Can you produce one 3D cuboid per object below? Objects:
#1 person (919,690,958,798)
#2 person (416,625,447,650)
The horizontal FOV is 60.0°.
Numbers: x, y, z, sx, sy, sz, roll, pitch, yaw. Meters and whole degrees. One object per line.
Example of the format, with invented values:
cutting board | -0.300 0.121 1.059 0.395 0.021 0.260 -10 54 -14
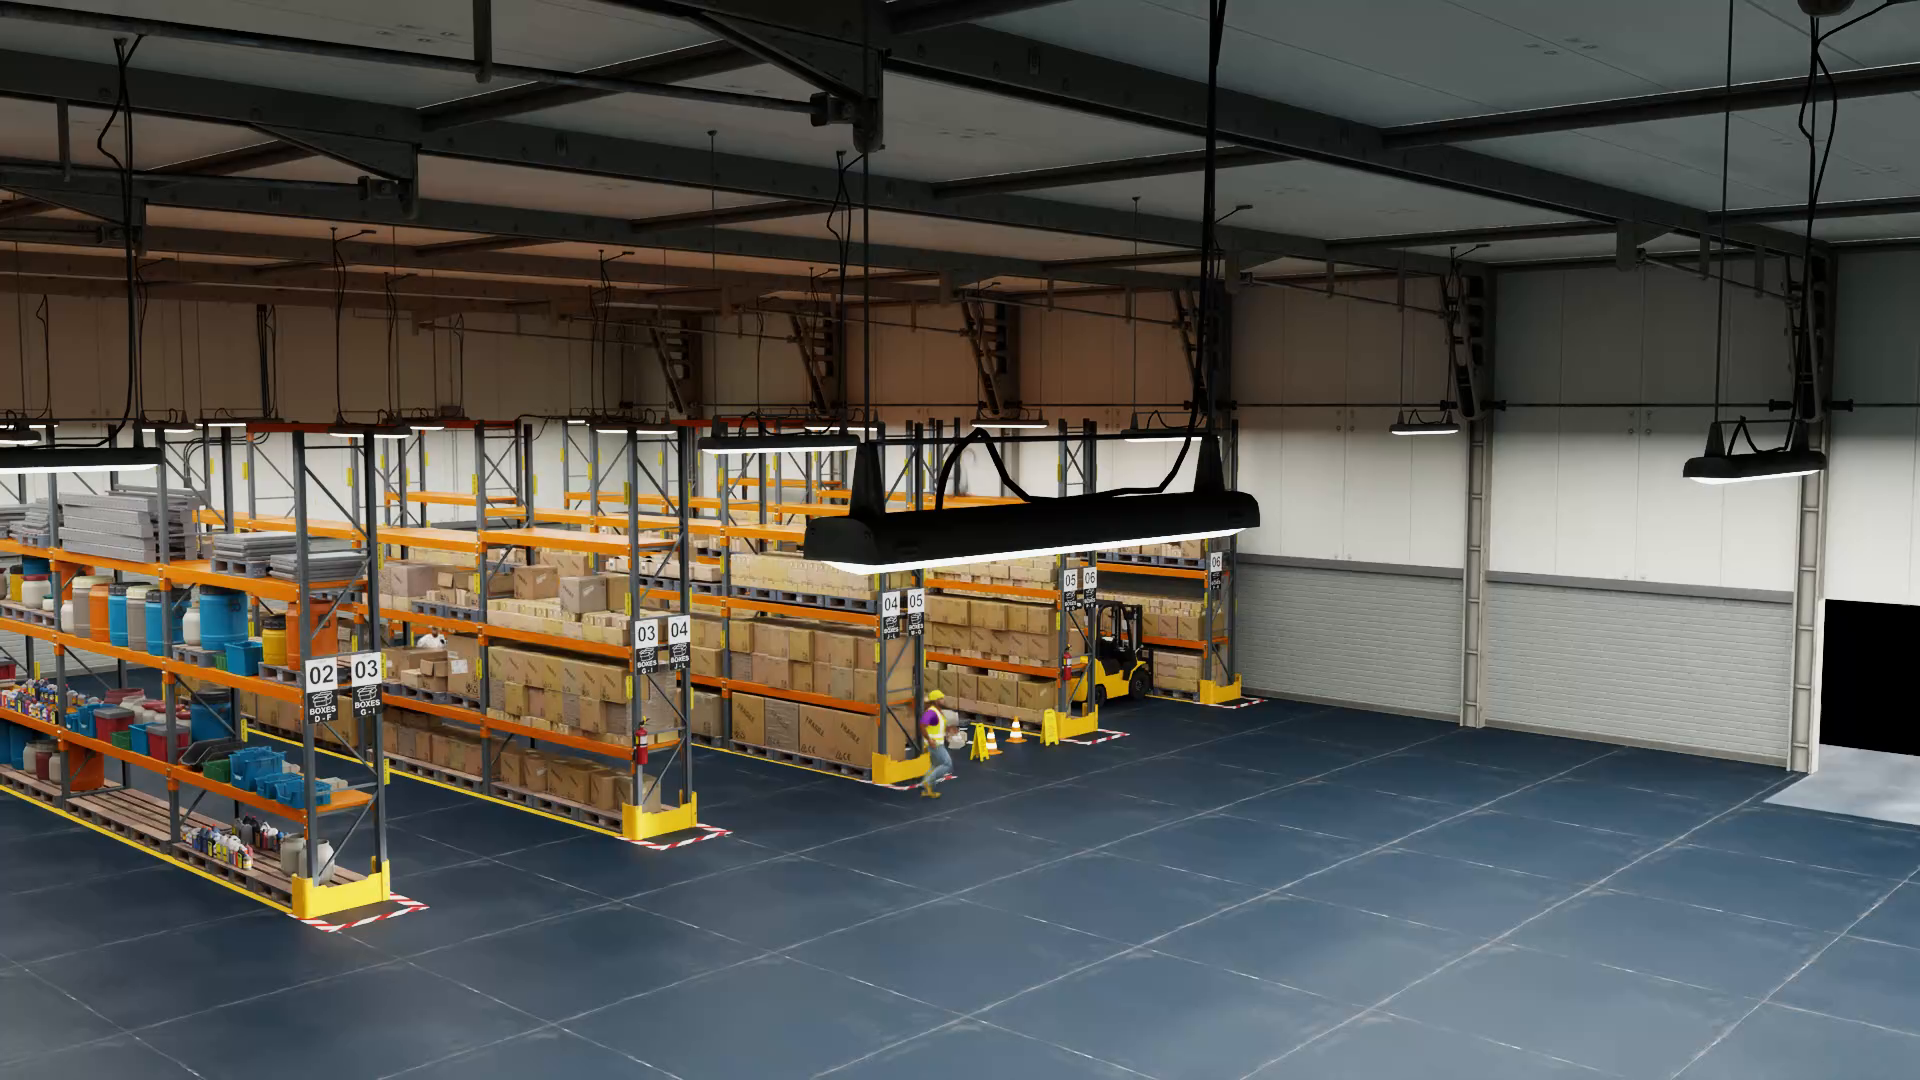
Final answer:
person | -0.337 3.271 26.765 0.607 1.728 0.677 0 5 1
person | -11.024 2.605 34.995 0.691 1.798 0.633 4 6 43
